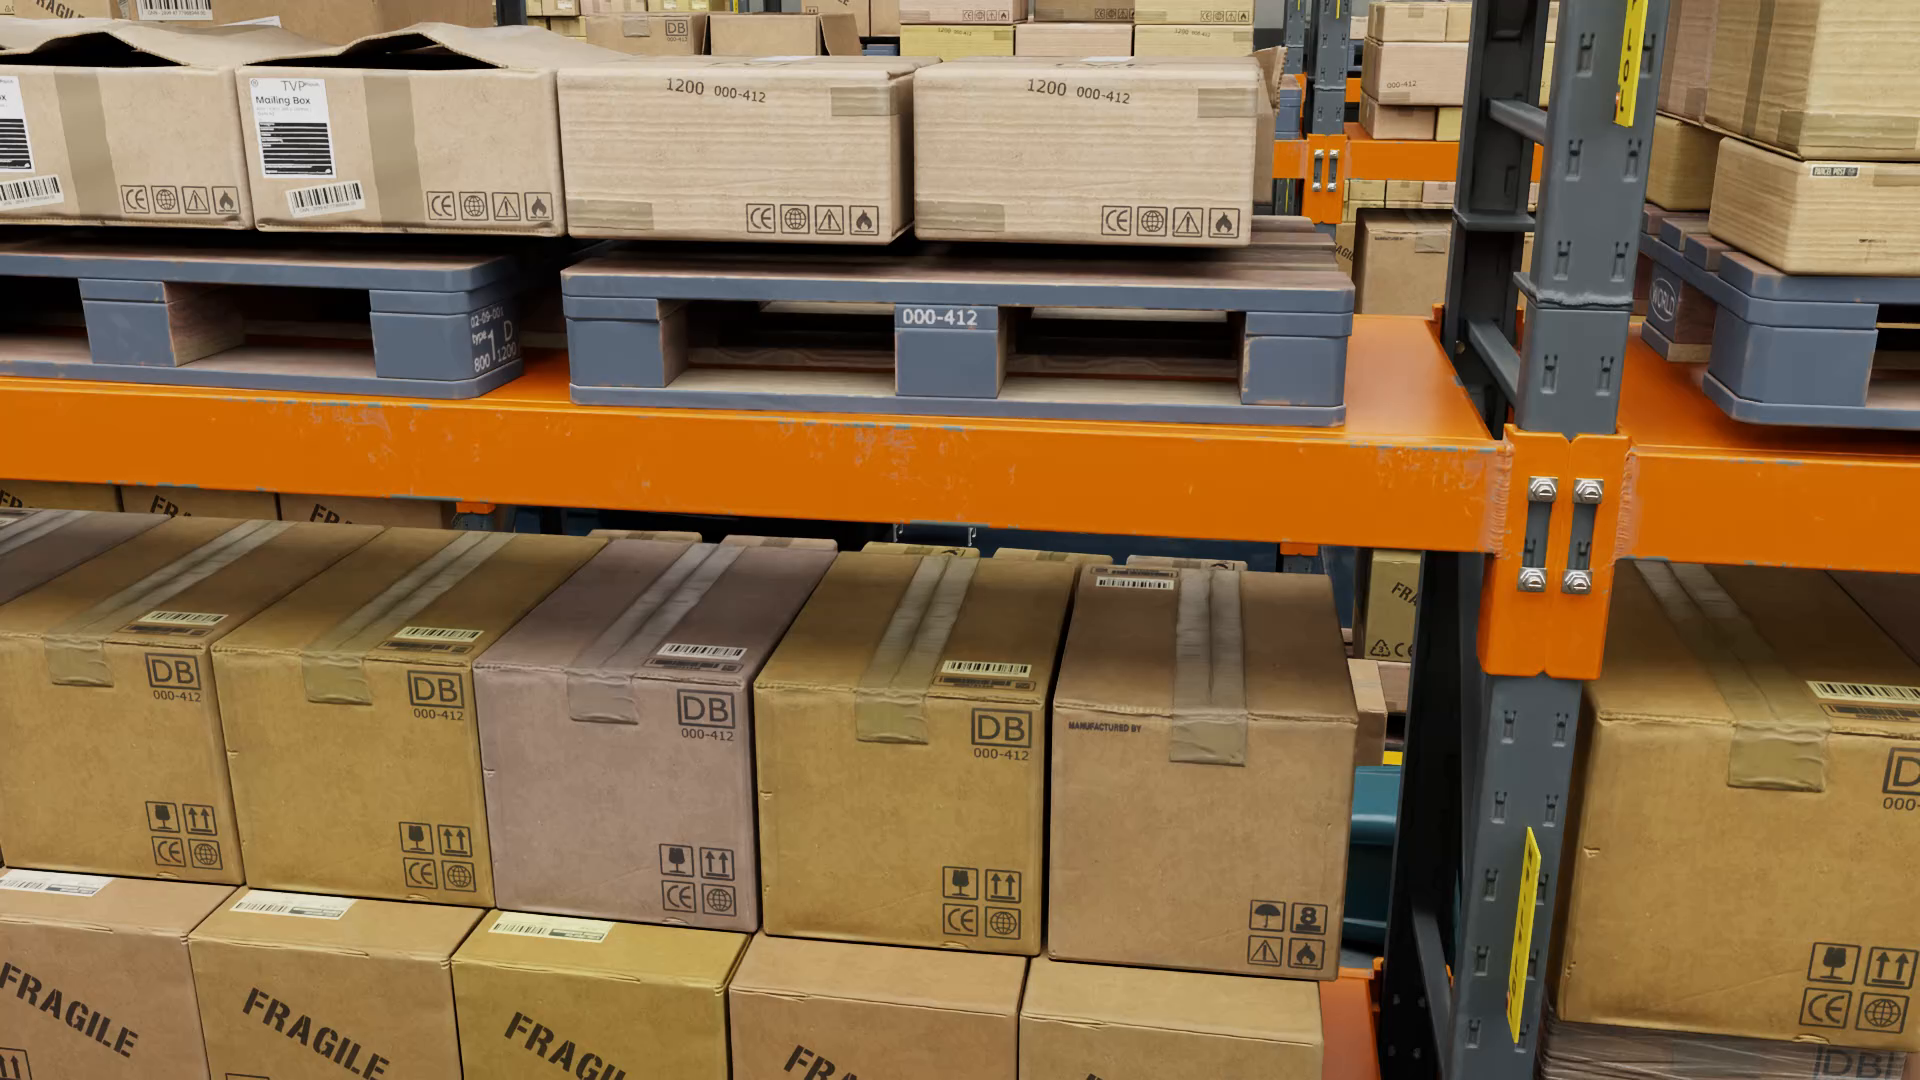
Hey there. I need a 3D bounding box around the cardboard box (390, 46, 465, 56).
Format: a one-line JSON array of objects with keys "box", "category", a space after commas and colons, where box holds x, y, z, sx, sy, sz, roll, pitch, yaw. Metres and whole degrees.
[{"box": [-0.872, -0.817, 3.183, 0.258, 0.266, 0.396, 3, 19, 9], "category": "cardboard box"}]

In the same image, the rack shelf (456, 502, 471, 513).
[{"box": [-4.297, -0.568, 8.907, 4.000, 0.370, 1.077, 3, 19, 9], "category": "rack shelf"}]

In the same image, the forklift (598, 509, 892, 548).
[{"box": [-1.876, -1.590, 10.936, 3.031, 2.935, 1.130, 6, 19, 16], "category": "forklift"}]

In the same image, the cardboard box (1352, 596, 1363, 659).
[{"box": [2.254, 0.443, 8.422, 0.500, 0.250, 0.500, 4, 19, 11], "category": "cardboard box"}]

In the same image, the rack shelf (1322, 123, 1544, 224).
[{"box": [3.602, -1.588, 7.227, 4.000, 0.370, 1.077, 3, 19, 9], "category": "rack shelf"}]

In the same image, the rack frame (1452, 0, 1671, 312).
[{"box": [0.942, -1.896, 2.288, 0.127, 3.000, 1.000, 3, 19, 9], "category": "rack frame"}]

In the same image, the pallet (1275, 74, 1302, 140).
[{"box": [1.035, -2.005, 7.636, 1.003, 0.211, 1.213, 3, 19, 9], "category": "pallet"}]

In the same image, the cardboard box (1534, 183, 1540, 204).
[{"box": [4.212, -2.502, 11.906, 0.250, 0.149, 0.380, 3, 19, 9], "category": "cardboard box"}]

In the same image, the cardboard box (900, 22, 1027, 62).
[{"box": [0.026, -2.195, 7.482, 0.500, 0.250, 0.500, 3, 19, 9], "category": "cardboard box"}]

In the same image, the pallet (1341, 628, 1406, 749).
[{"box": [2.296, 0.738, 8.265, 1.213, 0.211, 1.003, 3, 19, 9], "category": "pallet"}]

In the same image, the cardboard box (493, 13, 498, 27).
[{"box": [-3.643, -4.060, 13.060, 0.250, 0.149, 0.380, 3, 19, 9], "category": "cardboard box"}]

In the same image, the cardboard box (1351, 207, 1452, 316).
[{"box": [2.027, -1.180, 7.399, 0.500, 0.500, 0.700, 3, 19, 8], "category": "cardboard box"}]

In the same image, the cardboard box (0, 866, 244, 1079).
[{"box": [-1.607, 0.857, 3.355, 0.500, 0.500, 0.500, 3, 19, 9], "category": "cardboard box"}]

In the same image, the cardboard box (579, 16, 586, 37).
[{"box": [-2.687, -3.886, 12.570, 0.250, 0.149, 0.380, 3, 19, 9], "category": "cardboard box"}]

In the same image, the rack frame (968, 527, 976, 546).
[{"box": [0.077, -0.565, 10.601, 0.015, 1.200, 0.240, 3, 19, 9], "category": "rack frame"}]

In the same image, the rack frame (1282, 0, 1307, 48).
[{"box": [2.411, -5.007, 11.586, 0.127, 3.000, 1.000, 3, 19, 9], "category": "rack frame"}]

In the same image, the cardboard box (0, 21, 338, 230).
[{"box": [-1.326, -0.723, 2.830, 0.500, 0.311, 0.500, 3, 19, 8], "category": "cardboard box"}]

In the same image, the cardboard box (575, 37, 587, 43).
[{"box": [-2.580, -3.690, 12.612, 0.500, 0.250, 0.500, 3, 19, 9], "category": "cardboard box"}]

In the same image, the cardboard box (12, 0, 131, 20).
[{"box": [-4.108, -2.475, 7.927, 0.500, 0.500, 0.500, 3, 19, 9], "category": "cardboard box"}]

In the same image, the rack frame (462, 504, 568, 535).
[{"box": [-2.322, -0.808, 8.492, 0.127, 3.000, 1.000, 3, 19, 9], "category": "rack frame"}]

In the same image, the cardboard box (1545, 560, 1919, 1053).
[{"box": [1.301, 0.395, 2.957, 0.550, 0.550, 0.875, 3, 19, 9], "category": "cardboard box"}]

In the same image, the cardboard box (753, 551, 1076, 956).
[{"box": [-0.057, 0.379, 3.210, 0.500, 0.500, 0.700, 3, 19, 8], "category": "cardboard box"}]

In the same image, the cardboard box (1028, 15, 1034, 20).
[{"box": [0.516, -3.711, 12.017, 0.250, 0.149, 0.380, 3, 19, 8], "category": "cardboard box"}]

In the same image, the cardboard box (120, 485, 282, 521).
[{"box": [-3.871, -0.107, 9.082, 0.875, 0.875, 0.875, 3, 19, 9], "category": "cardboard box"}]

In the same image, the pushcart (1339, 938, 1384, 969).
[{"box": [1.315, 1.353, 6.164, 0.936, 0.377, 1.648, -3, 19, -10], "category": "pushcart"}]

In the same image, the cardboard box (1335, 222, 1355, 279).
[{"box": [2.808, -2.106, 12.211, 0.500, 0.500, 0.500, 2, 19, 7], "category": "cardboard box"}]

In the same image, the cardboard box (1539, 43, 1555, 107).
[{"box": [2.529, -1.968, 6.999, 0.500, 0.250, 0.500, 3, 19, 8], "category": "cardboard box"}]

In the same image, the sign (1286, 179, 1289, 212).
[{"box": [2.334, -2.503, 11.857, 0.005, 0.325, 0.100, 3, 19, 9], "category": "sign"}]

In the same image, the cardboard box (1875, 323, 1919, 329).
[{"box": [4.019, -1.047, 7.003, 0.500, 0.500, 0.700, 3, 19, 8], "category": "cardboard box"}]

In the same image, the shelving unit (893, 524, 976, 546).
[{"box": [-0.163, -0.577, 10.638, 0.503, 1.200, 0.258, 3, 19, 9], "category": "shelving unit"}]

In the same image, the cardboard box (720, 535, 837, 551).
[{"box": [-1.036, 0.305, 8.644, 0.625, 0.372, 0.950, 3, 19, 8], "category": "cardboard box"}]

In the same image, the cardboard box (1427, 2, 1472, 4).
[{"box": [2.244, -2.352, 7.517, 0.250, 0.149, 0.380, 2, 19, 7], "category": "cardboard box"}]

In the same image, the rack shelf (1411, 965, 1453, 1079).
[{"box": [2.917, 1.391, 3.053, 4.000, 0.370, 1.077, 3, 19, 9], "category": "rack shelf"}]

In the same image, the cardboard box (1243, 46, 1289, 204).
[{"box": [0.385, -0.765, 3.027, 0.396, 0.266, 0.258, 3, 19, 8], "category": "cardboard box"}]

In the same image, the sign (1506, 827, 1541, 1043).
[{"box": [0.865, 0.608, 2.559, 0.005, 0.325, 0.100, 3, 19, 9], "category": "sign"}]

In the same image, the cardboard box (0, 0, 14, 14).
[{"box": [-7.537, -4.320, 13.239, 0.500, 0.250, 0.500, 3, 19, 10], "category": "cardboard box"}]

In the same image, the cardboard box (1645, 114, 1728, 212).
[{"box": [1.352, -0.683, 2.966, 0.250, 0.149, 0.380, 3, 19, 8], "category": "cardboard box"}]

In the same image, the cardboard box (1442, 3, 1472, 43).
[{"box": [2.148, -2.166, 6.963, 0.250, 0.149, 0.380, 3, 19, 10], "category": "cardboard box"}]

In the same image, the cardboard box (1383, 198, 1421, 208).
[{"box": [3.201, -2.402, 12.075, 0.250, 0.149, 0.380, 3, 19, 9], "category": "cardboard box"}]

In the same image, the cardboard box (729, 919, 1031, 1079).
[{"box": [-0.115, 0.933, 3.128, 0.500, 0.500, 0.500, 3, 19, 8], "category": "cardboard box"}]

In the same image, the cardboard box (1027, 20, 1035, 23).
[{"box": [0.112, -2.356, 7.965, 0.500, 0.250, 0.500, 3, 19, 8], "category": "cardboard box"}]

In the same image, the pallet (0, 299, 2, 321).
[{"box": [-2.363, -0.570, 3.349, 1.003, 0.211, 1.213, 4, 19, 11], "category": "pallet"}]

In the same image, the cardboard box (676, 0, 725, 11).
[{"box": [-1.925, -3.970, 12.352, 0.250, 0.149, 0.380, 4, 19, 10], "category": "cardboard box"}]

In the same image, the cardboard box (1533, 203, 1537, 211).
[{"box": [4.207, -2.335, 11.874, 0.250, 0.149, 0.380, 3, 19, 8], "category": "cardboard box"}]

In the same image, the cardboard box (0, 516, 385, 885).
[{"box": [-1.559, 0.302, 3.440, 0.500, 0.500, 0.700, 3, 19, 8], "category": "cardboard box"}]

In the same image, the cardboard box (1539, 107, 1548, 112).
[{"box": [2.408, -1.809, 7.152, 0.250, 0.149, 0.380, 3, 19, 9], "category": "cardboard box"}]

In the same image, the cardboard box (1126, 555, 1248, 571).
[{"box": [1.109, 0.414, 8.317, 0.625, 0.372, 0.950, 3, 19, 9], "category": "cardboard box"}]

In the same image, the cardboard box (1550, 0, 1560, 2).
[{"box": [4.318, -3.749, 11.572, 0.637, 0.503, 0.797, 4, 19, 10], "category": "cardboard box"}]

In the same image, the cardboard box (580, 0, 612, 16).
[{"box": [-2.683, -4.040, 12.561, 0.250, 0.149, 0.380, 3, 19, 8], "category": "cardboard box"}]

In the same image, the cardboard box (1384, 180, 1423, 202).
[{"box": [3.204, -2.555, 12.062, 0.250, 0.149, 0.380, 3, 19, 8], "category": "cardboard box"}]

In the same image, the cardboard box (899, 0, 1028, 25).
[{"box": [0.024, -2.428, 7.393, 0.500, 0.250, 0.500, 3, 19, 10], "category": "cardboard box"}]
